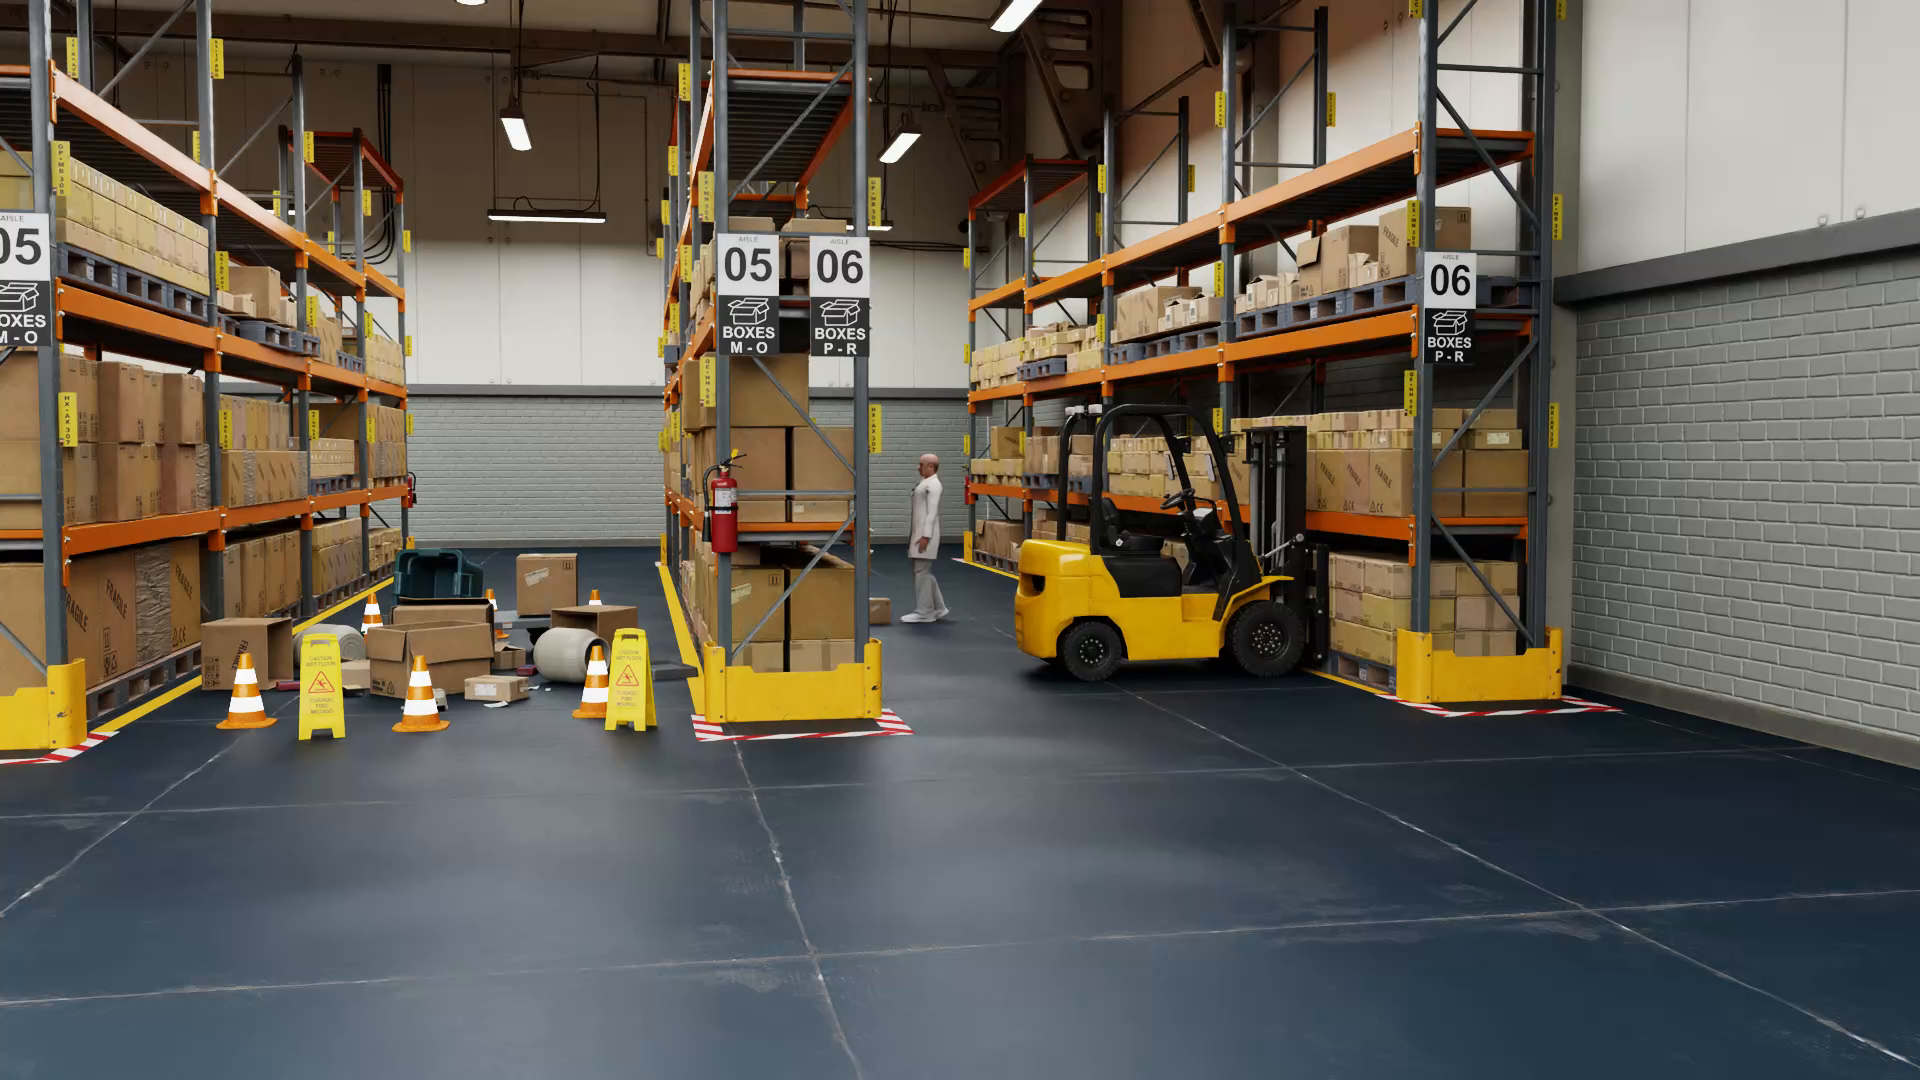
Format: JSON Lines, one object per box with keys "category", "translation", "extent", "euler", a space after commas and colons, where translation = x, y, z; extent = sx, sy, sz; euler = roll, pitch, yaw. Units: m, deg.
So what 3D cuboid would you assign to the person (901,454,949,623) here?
{"category": "person", "translation": [-0.368, 0.023, 17.555], "extent": [0.562, 1.867, 0.577], "euler": [-1, 3, -10]}
